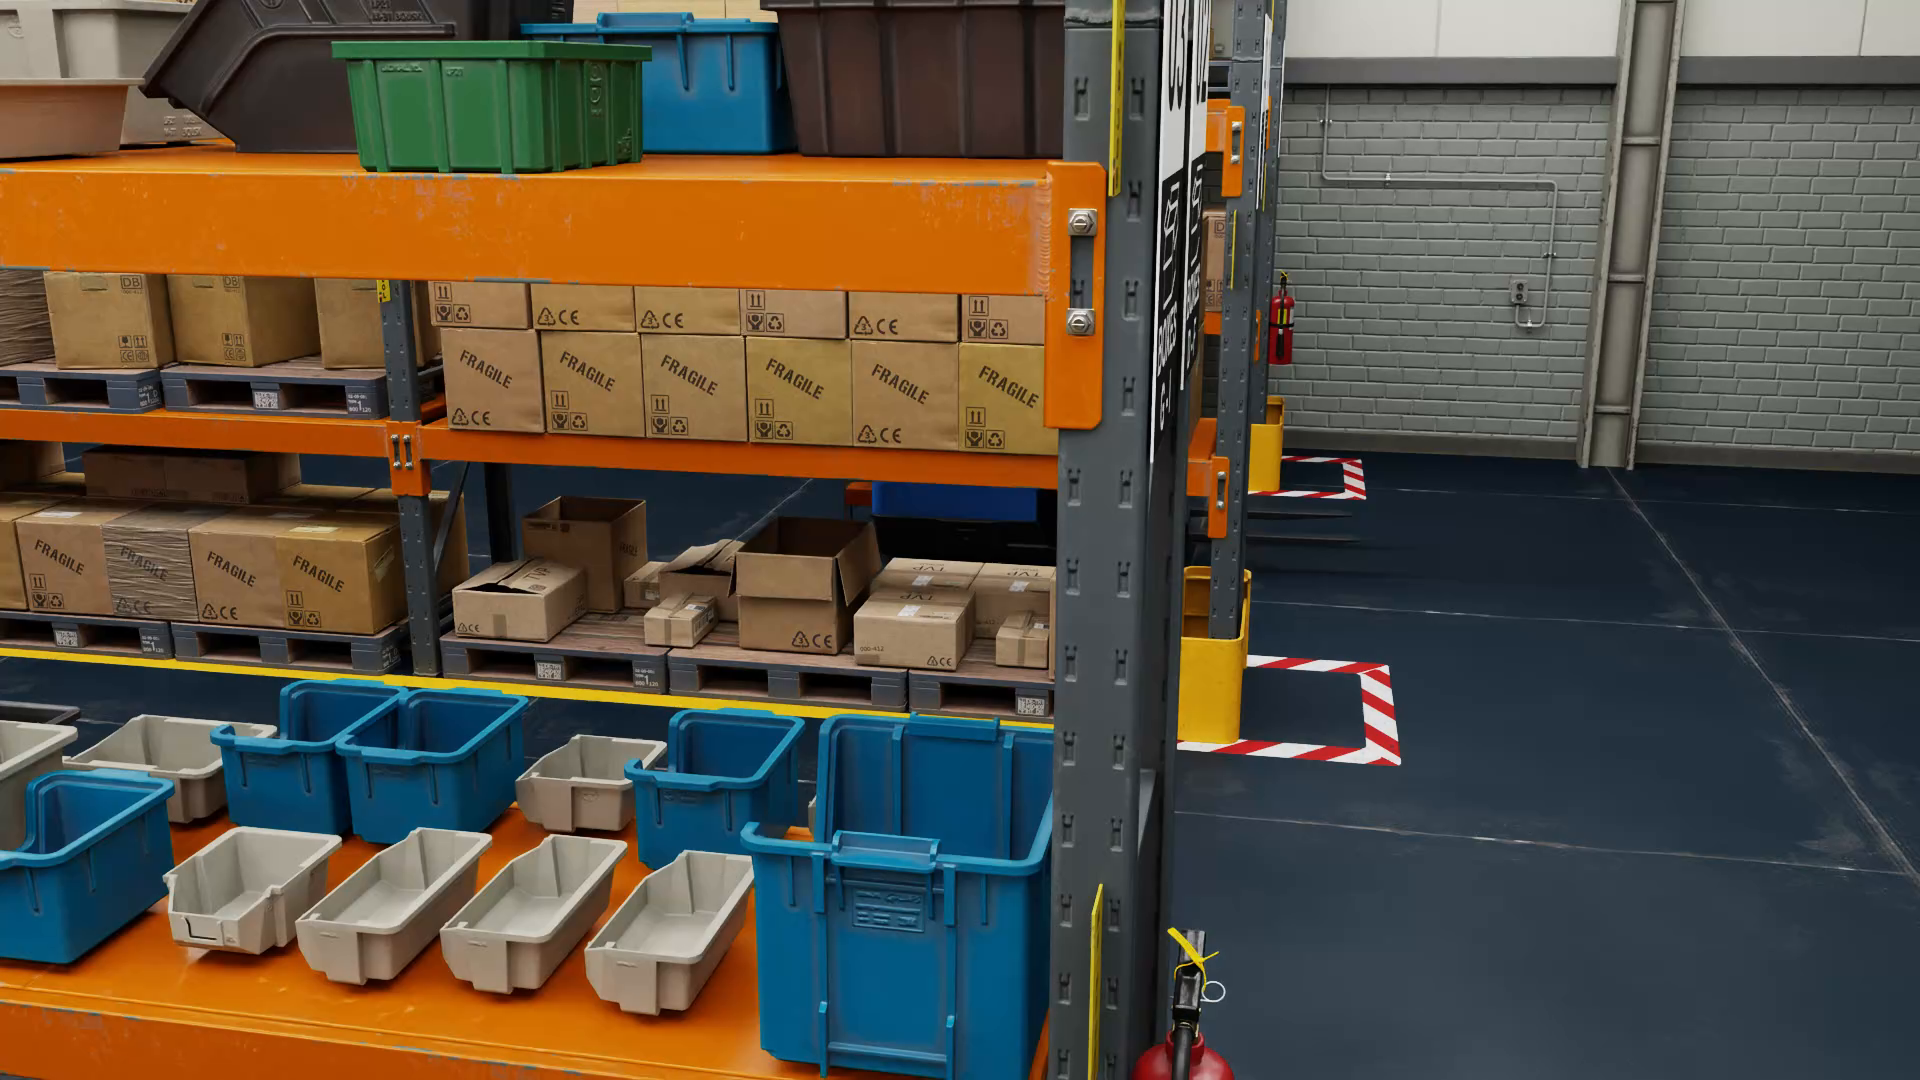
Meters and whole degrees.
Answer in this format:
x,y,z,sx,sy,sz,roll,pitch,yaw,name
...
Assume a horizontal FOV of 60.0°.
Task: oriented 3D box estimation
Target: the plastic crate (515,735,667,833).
x,y,z,sx,sy,sz,roll,pitch,yaw,name
-0.838,0.555,3.752,0.298,0.136,0.250,3,16,11,plastic crate

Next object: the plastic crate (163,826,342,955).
x,y,z,sx,sy,sz,roll,pitch,yaw,name
-1.387,0.694,3.248,0.250,0.136,0.298,3,16,11,plastic crate

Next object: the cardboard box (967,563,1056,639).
x,y,z,sx,sy,sz,roll,pitch,yaw,name
0.326,0.318,8.550,0.500,0.250,0.500,3,16,11,cardboard box

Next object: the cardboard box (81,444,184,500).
x,y,z,sx,sy,sz,roll,pitch,yaw,name
-4.525,-0.416,9.327,0.500,0.250,0.500,3,16,10,cardboard box

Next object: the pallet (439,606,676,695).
x,y,z,sx,sy,sz,roll,pitch,yaw,name
-1.955,0.503,8.781,1.213,0.211,1.003,3,16,11,pallet

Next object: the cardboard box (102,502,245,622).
x,y,z,sx,sy,sz,roll,pitch,yaw,name
-4.143,0.108,8.840,0.500,0.500,0.500,3,16,12,cardboard box

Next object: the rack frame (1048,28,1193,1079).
x,y,z,sx,sy,sz,roll,pitch,yaw,name
0.301,0.631,3.096,0.127,3.000,1.000,3,16,11,rack frame

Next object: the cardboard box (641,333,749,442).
x,y,z,sx,sy,sz,roll,pitch,yaw,name
-1.190,-0.774,7.979,0.500,0.500,0.500,3,16,11,cardboard box

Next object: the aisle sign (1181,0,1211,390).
x,y,z,sx,sy,sz,roll,pitch,yaw,name
0.431,-0.696,3.016,0.004,0.787,0.394,3,16,11,aisle sign

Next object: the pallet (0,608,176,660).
x,y,z,sx,sy,sz,roll,pitch,yaw,name
-4.632,0.369,9.266,1.213,0.211,1.003,3,16,11,pallet

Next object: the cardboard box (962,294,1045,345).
x,y,z,sx,sy,sz,roll,pitch,yaw,name
0.306,-1.173,7.548,0.500,0.500,0.500,4,16,13,cardboard box

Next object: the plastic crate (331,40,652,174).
x,y,z,sx,sy,sz,roll,pitch,yaw,name
-0.722,-0.690,2.644,0.336,0.188,0.450,3,16,11,plastic crate

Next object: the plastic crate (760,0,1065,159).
x,y,z,sx,sy,sz,roll,pitch,yaw,name
-0.021,-0.845,3.050,0.590,0.269,0.497,3,16,11,plastic crate

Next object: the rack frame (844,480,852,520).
x,y,z,sx,sy,sz,roll,pitch,yaw,name
-0.742,-0.534,10.952,0.008,1.050,0.200,2,16,8,rack frame

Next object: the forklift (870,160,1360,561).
x,y,z,sx,sy,sz,roll,pitch,yaw,name
0.993,-1.344,10.352,3.031,2.935,1.130,2,16,8,forklift

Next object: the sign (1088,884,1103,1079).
x,y,z,sx,sy,sz,roll,pitch,yaw,name
0.207,0.697,2.552,0.005,0.325,0.100,3,16,11,sign

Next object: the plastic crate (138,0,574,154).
x,y,z,sx,sy,sz,roll,pitch,yaw,name
-1.141,-0.938,3.257,0.767,0.338,0.504,3,16,11,plastic crate

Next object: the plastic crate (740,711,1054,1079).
x,y,z,sx,sy,sz,roll,pitch,yaw,name
-0.064,0.616,2.971,0.499,0.435,0.616,3,16,11,plastic crate

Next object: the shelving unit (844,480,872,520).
x,y,z,sx,sy,sz,roll,pitch,yaw,name
-0.621,-0.529,10.935,0.252,1.050,0.215,2,16,8,shelving unit

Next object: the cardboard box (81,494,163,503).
x,y,z,sx,sy,sz,roll,pitch,yaw,name
-4.562,-0.056,9.432,0.500,0.500,0.500,3,16,9,cardboard box

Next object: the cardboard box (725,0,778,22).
x,y,z,sx,sy,sz,roll,pitch,yaw,name
-0.733,-2.319,7.469,0.500,0.250,0.500,3,16,11,cardboard box

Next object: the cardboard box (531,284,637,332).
x,y,z,sx,sy,sz,roll,pitch,yaw,name
-1.716,-1.282,7.940,0.500,0.500,0.500,3,16,9,cardboard box

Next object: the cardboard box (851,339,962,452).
x,y,z,sx,sy,sz,roll,pitch,yaw,name
-0.198,-0.720,7.786,0.500,0.500,0.500,3,16,12,cardboard box

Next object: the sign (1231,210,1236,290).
x,y,z,sx,sy,sz,roll,pitch,yaw,name
1.162,-1.231,7.056,0.005,0.325,0.100,3,16,11,sign

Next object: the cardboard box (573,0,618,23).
x,y,z,sx,sy,sz,roll,pitch,yaw,name
-1.711,-2.375,7.672,0.500,0.250,0.500,3,16,11,cardboard box

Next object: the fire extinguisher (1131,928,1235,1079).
x,y,z,sx,sy,sz,roll,pitch,yaw,name
0.358,0.975,2.698,0.183,0.674,0.296,3,16,11,fire extinguisher

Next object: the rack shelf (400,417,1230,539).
x,y,z,sx,sy,sz,roll,pitch,yaw,name
-0.668,-0.425,8.253,4.000,0.370,1.077,3,16,11,rack shelf

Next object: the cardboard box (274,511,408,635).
x,y,z,sx,sy,sz,roll,pitch,yaw,name
-3.169,0.164,8.640,0.500,0.500,0.500,3,16,11,cardboard box

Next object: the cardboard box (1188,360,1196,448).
x,y,z,sx,sy,sz,roll,pitch,yaw,name
0.799,-0.666,7.589,0.500,0.500,0.500,4,16,13,cardboard box

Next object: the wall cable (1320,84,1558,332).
x,y,z,sx,sy,sz,roll,pitch,yaw,name
3.719,-2.630,12.964,1.851,1.984,0.084,3,16,11,wall cable

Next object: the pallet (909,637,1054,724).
x,y,z,sx,sy,sz,roll,pitch,yaw,name
0.436,0.633,8.312,1.213,0.211,1.003,3,16,11,pallet

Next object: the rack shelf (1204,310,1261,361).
x,y,z,sx,sy,sz,roll,pitch,yaw,name
0.316,-1.721,12.932,4.000,0.370,1.077,3,16,11,rack shelf

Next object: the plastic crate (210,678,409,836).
x,y,z,sx,sy,sz,roll,pitch,yaw,name
-1.460,0.497,3.779,0.300,0.233,0.416,3,16,11,plastic crate

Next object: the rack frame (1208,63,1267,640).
x,y,z,sx,sy,sz,roll,pitch,yaw,name
1.292,-0.665,7.773,0.127,3.000,1.000,3,16,11,rack frame

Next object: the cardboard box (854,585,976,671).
x,y,z,sx,sy,sz,roll,pitch,yaw,name
-0.215,0.425,8.164,0.500,0.250,0.500,3,16,11,cardboard box

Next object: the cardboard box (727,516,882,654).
x,y,z,sx,sy,sz,roll,pitch,yaw,name
-0.786,0.212,8.460,0.637,0.503,0.797,3,16,11,cardboard box

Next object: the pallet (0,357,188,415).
x,y,z,sx,sy,sz,roll,pitch,yaw,name
-4.641,-0.896,8.966,1.213,0.211,1.003,3,16,11,pallet

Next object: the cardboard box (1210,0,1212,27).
x,y,z,sx,sy,sz,roll,pitch,yaw,name
1.608,-4.048,12.270,0.500,0.500,0.500,2,16,9,cardboard box

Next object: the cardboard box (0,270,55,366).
x,y,z,sx,sy,sz,roll,pitch,yaw,name
-5.050,-1.238,8.870,0.500,0.500,0.700,6,17,22,cardboard box

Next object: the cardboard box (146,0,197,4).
x,y,z,sx,sy,sz,roll,pitch,yaw,name
-3.766,-2.698,8.331,0.600,0.600,0.600,3,16,10,cardboard box

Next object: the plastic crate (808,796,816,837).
x,y,z,sx,sy,sz,roll,pitch,yaw,name
-0.173,0.591,3.621,0.298,0.136,0.250,3,16,11,plastic crate

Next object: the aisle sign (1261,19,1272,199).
x,y,z,sx,sy,sz,roll,pitch,yaw,name
1.417,-1.991,7.690,0.004,0.787,0.394,3,16,11,aisle sign

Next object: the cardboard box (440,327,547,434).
x,y,z,sx,sy,sz,roll,pitch,yaw,name
-2.183,-0.827,8.173,0.500,0.500,0.500,4,16,13,cardboard box

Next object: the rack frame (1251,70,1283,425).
x,y,z,sx,sy,sz,roll,pitch,yaw,name
2.275,-1.961,12.452,0.127,3.000,1.000,3,16,11,rack frame

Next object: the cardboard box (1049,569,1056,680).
x,y,z,sx,sy,sz,roll,pitch,yaw,name
0.710,0.363,7.920,0.500,0.500,0.500,3,16,11,cardboard box

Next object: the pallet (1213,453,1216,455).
x,y,z,sx,sy,sz,roll,pitch,yaw,name
1.476,-0.639,12.904,1.213,0.211,1.003,3,16,11,pallet

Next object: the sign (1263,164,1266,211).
x,y,z,sx,sy,sz,roll,pitch,yaw,name
2.154,-2.492,11.756,0.005,0.325,0.100,3,16,11,sign

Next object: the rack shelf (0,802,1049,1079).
x,y,z,sx,sy,sz,roll,pitch,yaw,name
-1.659,0.871,3.576,4.000,0.370,1.077,3,16,11,rack shelf

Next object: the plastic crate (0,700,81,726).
x,y,z,sx,sy,sz,roll,pitch,yaw,name
-2.468,0.511,3.932,0.590,0.125,0.437,3,16,11,plastic crate

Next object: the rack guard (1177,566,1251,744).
x,y,z,sx,sy,sz,roll,pitch,yaw,name
1.217,0.536,8.122,0.348,0.500,1.175,3,16,11,rack guard

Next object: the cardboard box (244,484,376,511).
x,y,z,sx,sy,sz,roll,pitch,yaw,name
-3.578,0.000,9.231,0.500,0.500,0.500,3,16,12,cardboard box

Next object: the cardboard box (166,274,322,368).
x,y,z,sx,sy,sz,roll,pitch,yaw,name
-3.734,-1.232,8.846,0.500,0.500,0.700,6,16,20,cardboard box

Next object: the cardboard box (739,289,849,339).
x,y,z,sx,sy,sz,roll,pitch,yaw,name
-0.707,-1.227,7.742,0.500,0.500,0.500,4,16,13,cardboard box

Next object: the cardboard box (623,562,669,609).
x,y,z,sx,sy,sz,roll,pitch,yaw,name
-1.634,0.245,9.006,0.250,0.149,0.380,3,16,11,cardboard box

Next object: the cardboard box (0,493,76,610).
x,y,z,sx,sy,sz,roll,pitch,yaw,name
-5.154,0.056,9.031,0.500,0.500,0.500,3,16,10,cardboard box

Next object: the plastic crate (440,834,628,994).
x,y,z,sx,sy,sz,roll,pitch,yaw,name
-0.815,0.714,3.178,0.243,0.136,0.396,3,16,11,plastic crate

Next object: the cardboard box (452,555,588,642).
x,y,z,sx,sy,sz,roll,pitch,yaw,name
-2.260,0.285,8.557,0.500,0.311,0.500,3,16,11,cardboard box

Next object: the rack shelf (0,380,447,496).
x,y,z,sx,sy,sz,roll,pitch,yaw,name
-4.588,-0.637,9.022,4.000,0.370,1.077,3,16,11,rack shelf
